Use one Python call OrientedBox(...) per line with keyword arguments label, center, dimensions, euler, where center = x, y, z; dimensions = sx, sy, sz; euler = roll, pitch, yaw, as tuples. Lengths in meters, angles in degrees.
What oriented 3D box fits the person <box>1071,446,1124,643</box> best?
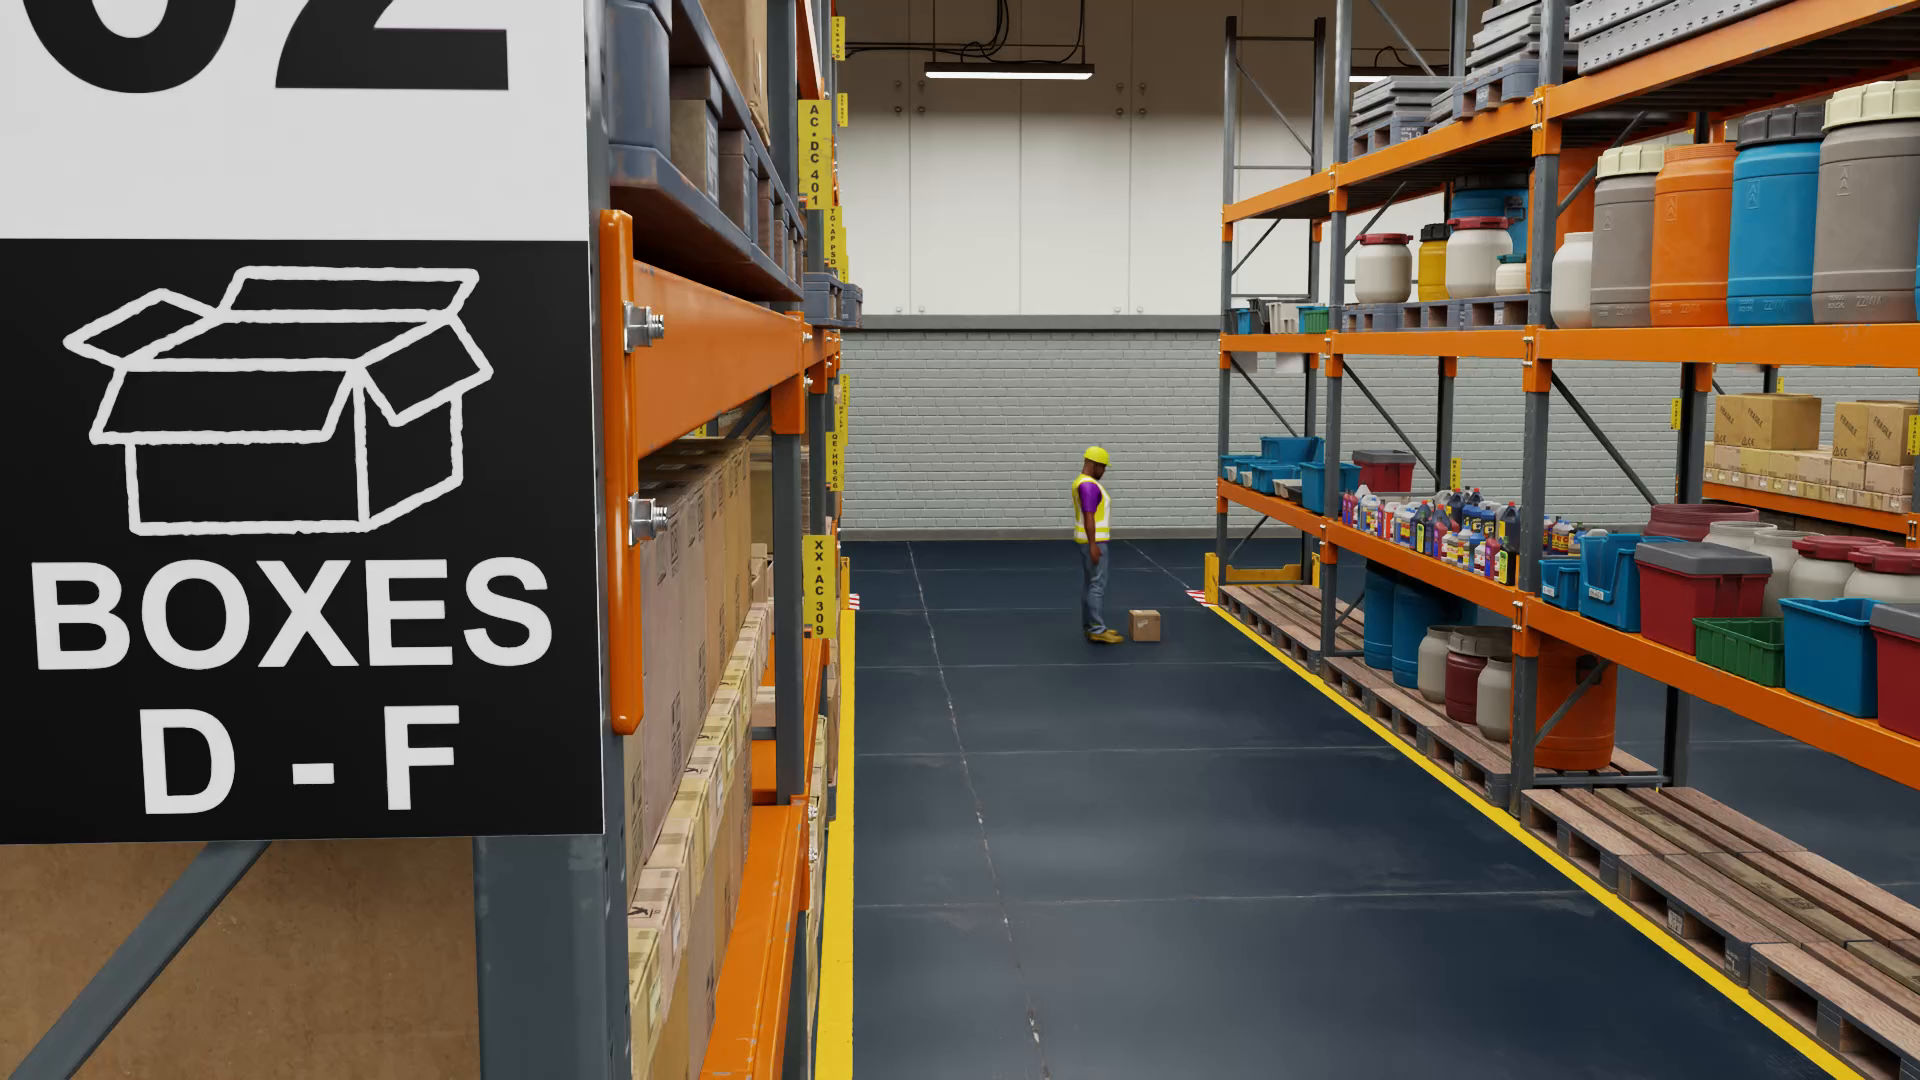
OrientedBox(label="person", center=(1.258, 0.028, 15.268), dimensions=(0.450, 1.776, 0.580), euler=(0, 7, -4))
